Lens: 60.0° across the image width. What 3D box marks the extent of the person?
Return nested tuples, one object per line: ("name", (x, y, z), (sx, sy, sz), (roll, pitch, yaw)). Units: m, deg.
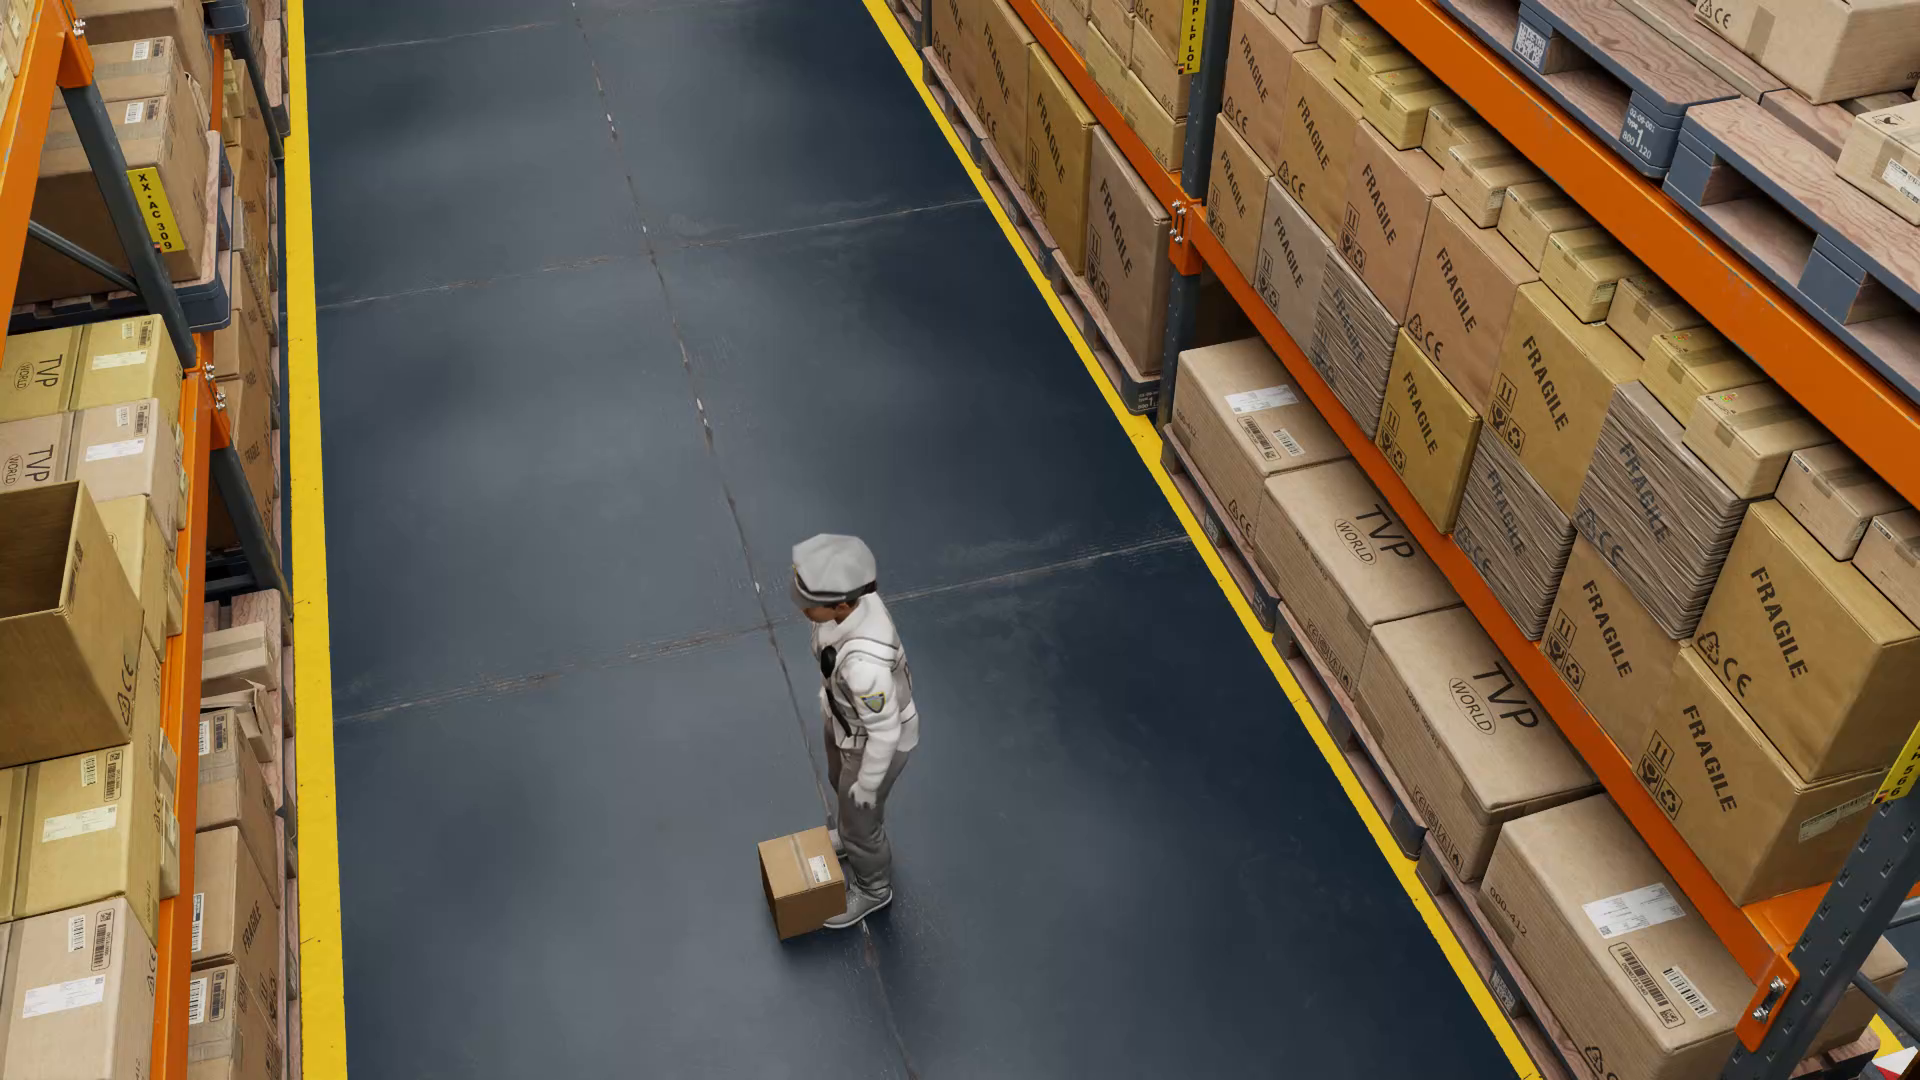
("person", (-0.347, 0.639, 5.460), (0.403, 1.664, 0.528), (-12, 44, -13))
